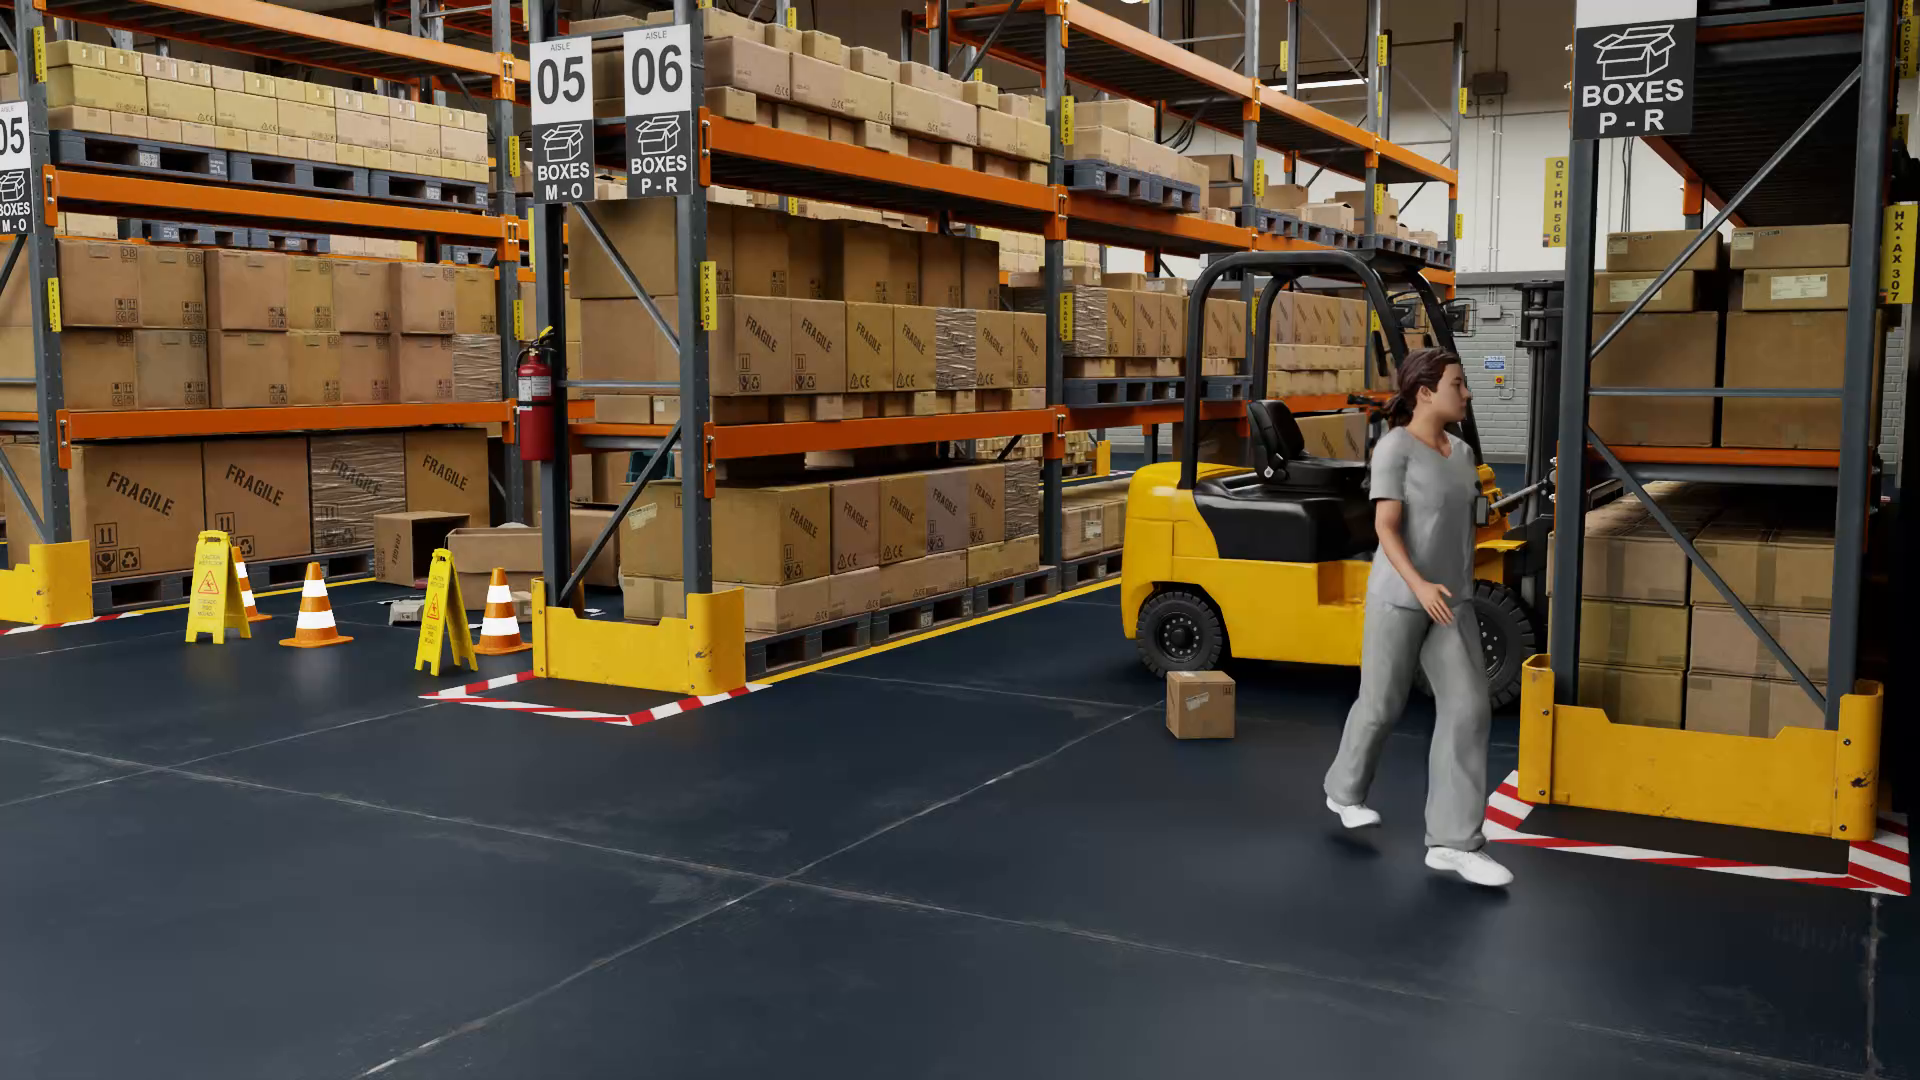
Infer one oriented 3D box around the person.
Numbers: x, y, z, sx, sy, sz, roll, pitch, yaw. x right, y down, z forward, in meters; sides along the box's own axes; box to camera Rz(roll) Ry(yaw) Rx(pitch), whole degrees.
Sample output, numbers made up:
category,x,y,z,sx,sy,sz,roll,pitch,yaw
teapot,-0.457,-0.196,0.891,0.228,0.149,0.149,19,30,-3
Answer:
category,x,y,z,sx,sy,sz,roll,pitch,yaw
person,1.483,0.168,5.390,0.479,1.576,0.743,-3,7,-25
